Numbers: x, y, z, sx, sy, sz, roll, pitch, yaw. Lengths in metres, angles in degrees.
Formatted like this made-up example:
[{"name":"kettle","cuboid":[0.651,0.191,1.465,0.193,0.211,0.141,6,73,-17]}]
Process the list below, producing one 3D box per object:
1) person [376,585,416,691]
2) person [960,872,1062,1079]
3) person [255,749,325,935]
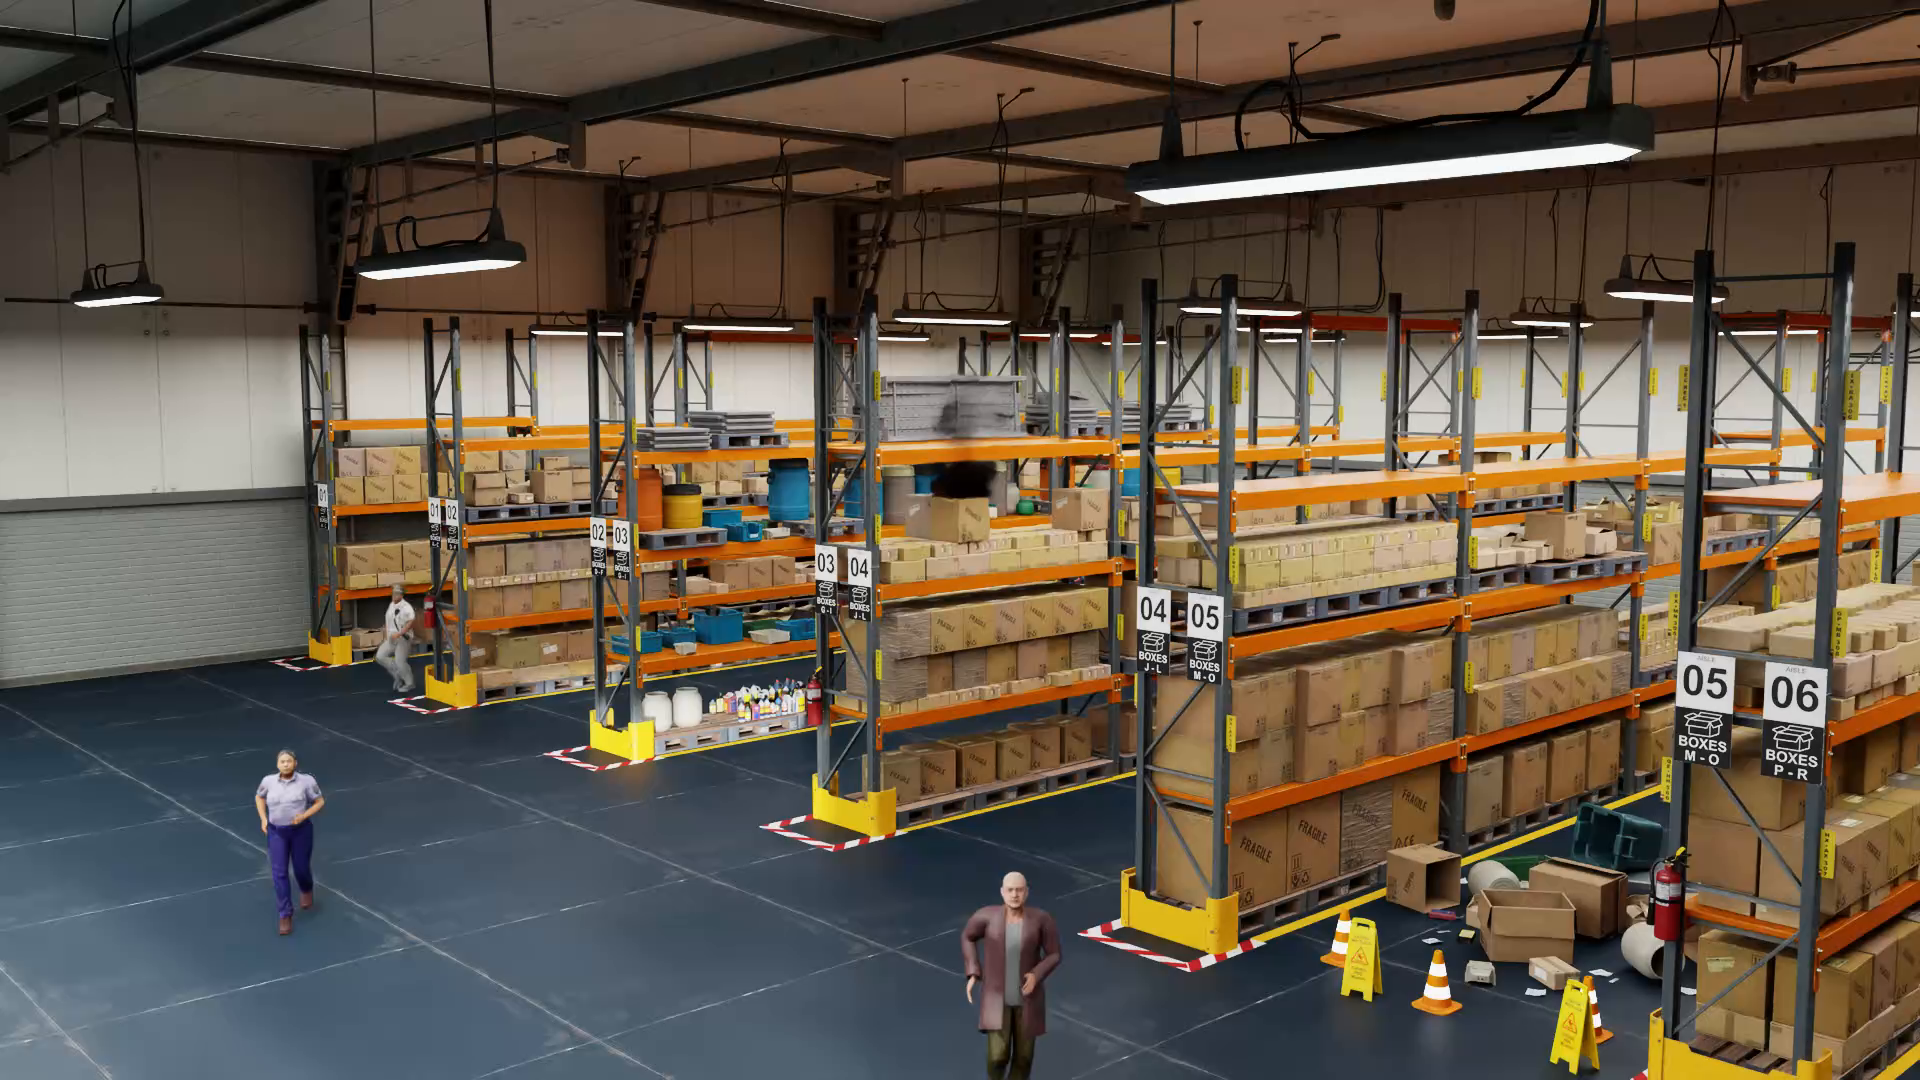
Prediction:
[{"name":"person","cuboid":[-9.095,1.580,26.899,0.684,1.748,0.545,5,7,39]},{"name":"person","cuboid":[0.355,3.150,11.405,0.702,1.737,0.620,0,6,0]},{"name":"person","cuboid":[-6.279,2.771,15.596,0.617,1.649,0.837,-2,6,-16]}]
